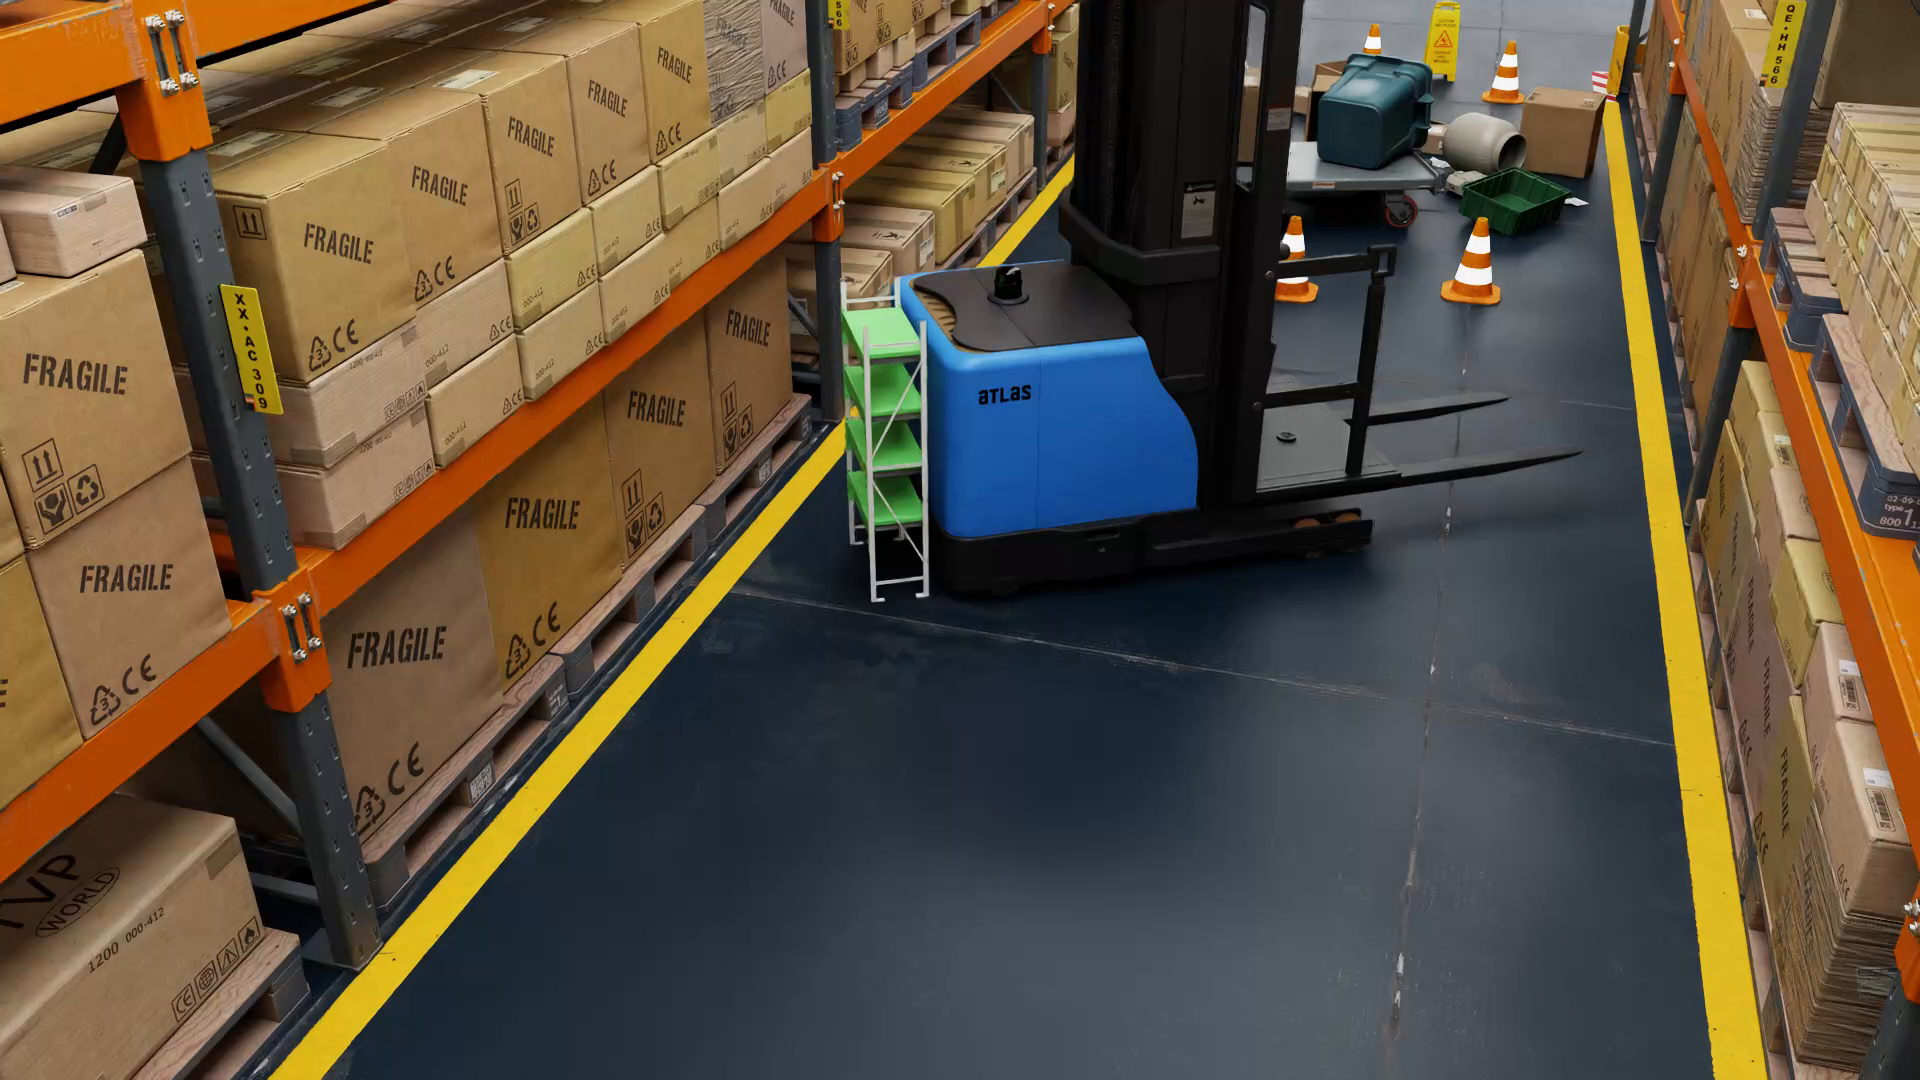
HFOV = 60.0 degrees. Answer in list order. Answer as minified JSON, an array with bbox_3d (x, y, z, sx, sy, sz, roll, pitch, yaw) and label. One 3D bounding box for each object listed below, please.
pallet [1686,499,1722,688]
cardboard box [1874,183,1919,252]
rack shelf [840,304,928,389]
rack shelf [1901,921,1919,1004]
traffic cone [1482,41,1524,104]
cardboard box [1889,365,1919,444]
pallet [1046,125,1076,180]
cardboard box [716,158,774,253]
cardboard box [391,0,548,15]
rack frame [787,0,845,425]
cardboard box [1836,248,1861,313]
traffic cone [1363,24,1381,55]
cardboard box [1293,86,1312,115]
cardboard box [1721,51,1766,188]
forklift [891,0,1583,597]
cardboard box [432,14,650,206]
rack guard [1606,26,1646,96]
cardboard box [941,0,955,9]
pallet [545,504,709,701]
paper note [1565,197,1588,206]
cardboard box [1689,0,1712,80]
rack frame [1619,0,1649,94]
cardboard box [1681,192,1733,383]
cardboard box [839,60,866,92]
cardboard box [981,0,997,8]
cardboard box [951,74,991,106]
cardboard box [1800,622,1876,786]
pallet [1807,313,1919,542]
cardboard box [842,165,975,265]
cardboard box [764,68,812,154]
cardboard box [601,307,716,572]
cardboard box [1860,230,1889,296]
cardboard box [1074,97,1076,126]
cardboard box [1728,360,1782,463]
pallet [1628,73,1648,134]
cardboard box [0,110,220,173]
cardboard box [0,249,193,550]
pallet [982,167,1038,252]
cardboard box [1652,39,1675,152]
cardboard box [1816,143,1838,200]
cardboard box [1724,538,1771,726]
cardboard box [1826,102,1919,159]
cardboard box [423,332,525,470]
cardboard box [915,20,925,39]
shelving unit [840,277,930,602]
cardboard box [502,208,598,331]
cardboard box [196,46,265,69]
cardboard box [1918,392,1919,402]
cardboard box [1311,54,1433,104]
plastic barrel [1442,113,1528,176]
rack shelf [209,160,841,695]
[{"bbox_3d":[3.465,0.260,6.566,1.003,0.211,1.213,8,30,15],"label":"pallet"},{"bbox_3d":[3.067,-0.981,5.142,0.380,0.149,0.250,10,31,17],"label":"cardboard box"},{"bbox_3d":[-0.303,-0.765,6.535,0.258,0.148,0.480,-7,30,-12],"label":"rack shelf"},{"bbox_3d":[1.935,1.781,1.703,1.077,0.370,4.000,8,30,15],"label":"rack shelf"},{"bbox_3d":[4.531,-3.887,13.761,0.336,0.463,0.334,8,30,15],"label":"traffic cone"},{"bbox_3d":[2.829,-0.355,4.629,0.380,0.149,0.250,10,31,17],"label":"cardboard box"},{"bbox_3d":[0.272,-2.939,12.315,1.003,0.211,1.213,8,30,15],"label":"pallet"},{"bbox_3d":[-1.101,-1.404,6.842,0.500,0.250,0.500,9,30,16],"label":"cardboard box"},{"bbox_3d":[-1.747,-1.797,6.264,0.500,0.500,0.500,9,30,16],"label":"cardboard box"},{"bbox_3d":[-1.065,-1.981,7.726,1.000,3.000,0.127,8,30,15],"label":"rack frame"},{"bbox_3d":[3.137,-0.840,5.502,0.380,0.149,0.250,10,31,17],"label":"cardboard box"},{"bbox_3d":[3.551,-4.206,14.335,0.336,0.463,0.334,8,30,15],"label":"traffic cone"},{"bbox_3d":[2.829,-3.556,13.489,0.250,0.149,0.380,-24,37,-37],"label":"cardboard box"},{"bbox_3d":[3.719,-1.845,7.377,0.500,0.500,0.500,8,30,15],"label":"cardboard box"},{"bbox_3d":[1.268,-1.442,6.827,3.031,2.935,1.130,-8,30,-14],"label":"forklift"},{"bbox_3d":[-1.417,-1.480,5.694,0.500,0.500,0.500,8,30,14],"label":"cardboard box"},{"bbox_3d":[6.051,-3.958,13.851,1.175,0.500,0.348,8,30,15],"label":"rack guard"},{"bbox_3d":[-0.262,-3.237,9.142,0.500,0.500,0.500,7,30,13],"label":"cardboard box"},{"bbox_3d":[-1.729,0.158,6.748,1.003,0.211,1.213,8,30,15],"label":"pallet"},{"bbox_3d":[4.202,-2.325,11.397,0.147,0.020,0.142,-12,31,-20],"label":"paper note"},{"bbox_3d":[4.311,-2.784,9.065,0.500,0.500,0.500,9,30,15],"label":"cardboard box"},{"bbox_3d":[6.044,-5.039,13.223,1.000,3.000,0.127,8,30,15],"label":"rack frame"},{"bbox_3d":[4.214,-1.199,8.202,1.050,0.750,0.750,9,30,16],"label":"cardboard box"},{"bbox_3d":[-0.677,-2.306,8.136,0.380,0.149,0.250,7,30,12],"label":"cardboard box"},{"bbox_3d":[0.015,-3.271,9.871,0.380,0.149,0.250,9,30,15],"label":"cardboard box"},{"bbox_3d":[0.026,-3.463,12.014,0.500,0.500,0.500,8,30,14],"label":"cardboard box"},{"bbox_3d":[2.663,0.499,4.635,0.500,0.250,0.500,10,31,17],"label":"cardboard box"},{"bbox_3d":[3.154,-0.312,4.923,1.003,0.211,1.213,8,30,15],"label":"pallet"},{"bbox_3d":[-0.453,-1.973,9.982,0.950,0.372,0.625,10,30,17],"label":"cardboard box"},{"bbox_3d":[-0.965,-1.873,7.171,0.500,0.250,0.500,8,30,15],"label":"cardboard box"},{"bbox_3d":[-1.613,-0.513,6.840,0.875,0.875,0.875,9,30,15],"label":"cardboard box"},{"bbox_3d":[3.062,-0.846,5.205,0.380,0.149,0.250,9,30,15],"label":"cardboard box"},{"bbox_3d":[0.686,-3.307,12.506,0.500,0.250,0.500,10,31,18],"label":"cardboard box"},{"bbox_3d":[3.262,-0.455,6.350,0.500,0.250,0.500,7,30,13],"label":"cardboard box"},{"bbox_3d":[5.884,-3.438,13.213,1.003,0.211,1.213,8,30,15],"label":"pallet"},{"bbox_3d":[-2.348,-0.846,4.554,0.500,0.500,0.500,9,30,16],"label":"cardboard box"},{"bbox_3d":[-2.114,-0.344,3.652,0.500,0.500,0.500,8,30,14],"label":"cardboard box"},{"bbox_3d":[-0.118,-2.259,11.094,1.003,0.211,1.213,8,30,15],"label":"pallet"},{"bbox_3d":[5.383,-3.137,11.558,0.875,0.875,0.875,9,30,15],"label":"cardboard box"},{"bbox_3d":[3.362,-1.329,6.075,0.380,0.149,0.250,10,31,17],"label":"cardboard box"},{"bbox_3d":[2.954,0.353,5.669,0.500,0.500,0.500,8,30,14],"label":"cardboard box"},{"bbox_3d":[3.374,-1.466,6.015,0.380,0.149,0.250,9,30,15],"label":"cardboard box"},{"bbox_3d":[-1.708,-0.464,5.153,0.500,0.250,0.500,8,30,14],"label":"cardboard box"},{"bbox_3d":[-0.411,-2.811,9.045,0.380,0.149,0.250,10,31,17],"label":"cardboard box"},{"bbox_3d":[-0.303,-0.402,6.738,0.258,1.200,0.503,-7,30,-12],"label":"shelving unit"},{"bbox_3d":[-1.541,-0.916,5.452,0.500,0.250,0.500,9,30,16],"label":"cardboard box"},{"bbox_3d":[-5.015,-3.089,11.727,0.875,0.625,0.625,8,30,14],"label":"cardboard box"},{"bbox_3d":[2.756,-0.366,4.342,0.380,0.149,0.250,7,30,12],"label":"cardboard box"},{"bbox_3d":[3.187,-3.430,12.899,0.797,0.503,0.637,-12,31,-20],"label":"cardboard box"},{"bbox_3d":[3.737,-2.801,11.849,0.421,0.421,0.512,-17,34,-28],"label":"plastic barrel"},{"bbox_3d":[-1.653,-0.737,6.230,1.077,0.370,4.000,8,30,15],"label":"rack shelf"}]
